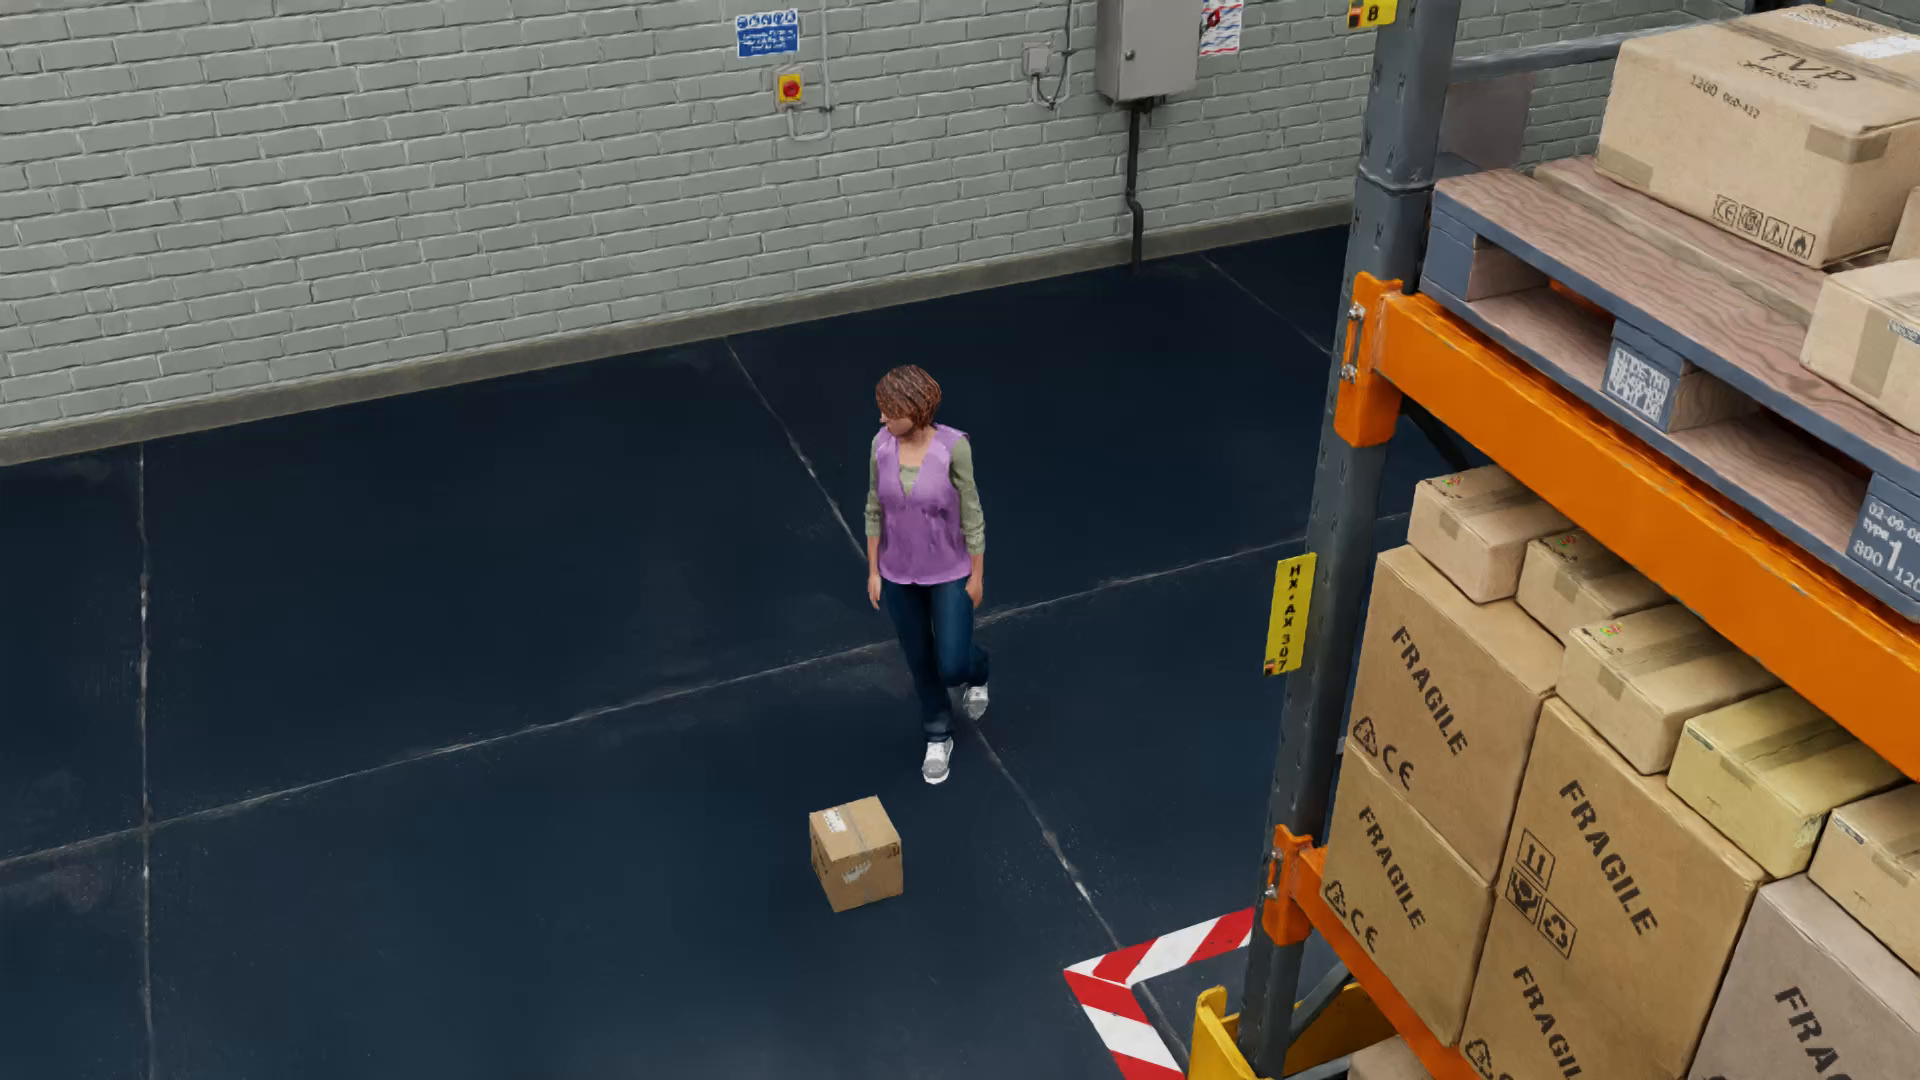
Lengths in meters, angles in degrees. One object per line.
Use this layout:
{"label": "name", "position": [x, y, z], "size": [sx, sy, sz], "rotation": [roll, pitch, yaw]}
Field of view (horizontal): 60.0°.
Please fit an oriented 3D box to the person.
{"label": "person", "position": [-0.129, 0.126, 5.977], "size": [0.452, 1.576, 0.483], "rotation": [10, 35, 14]}
